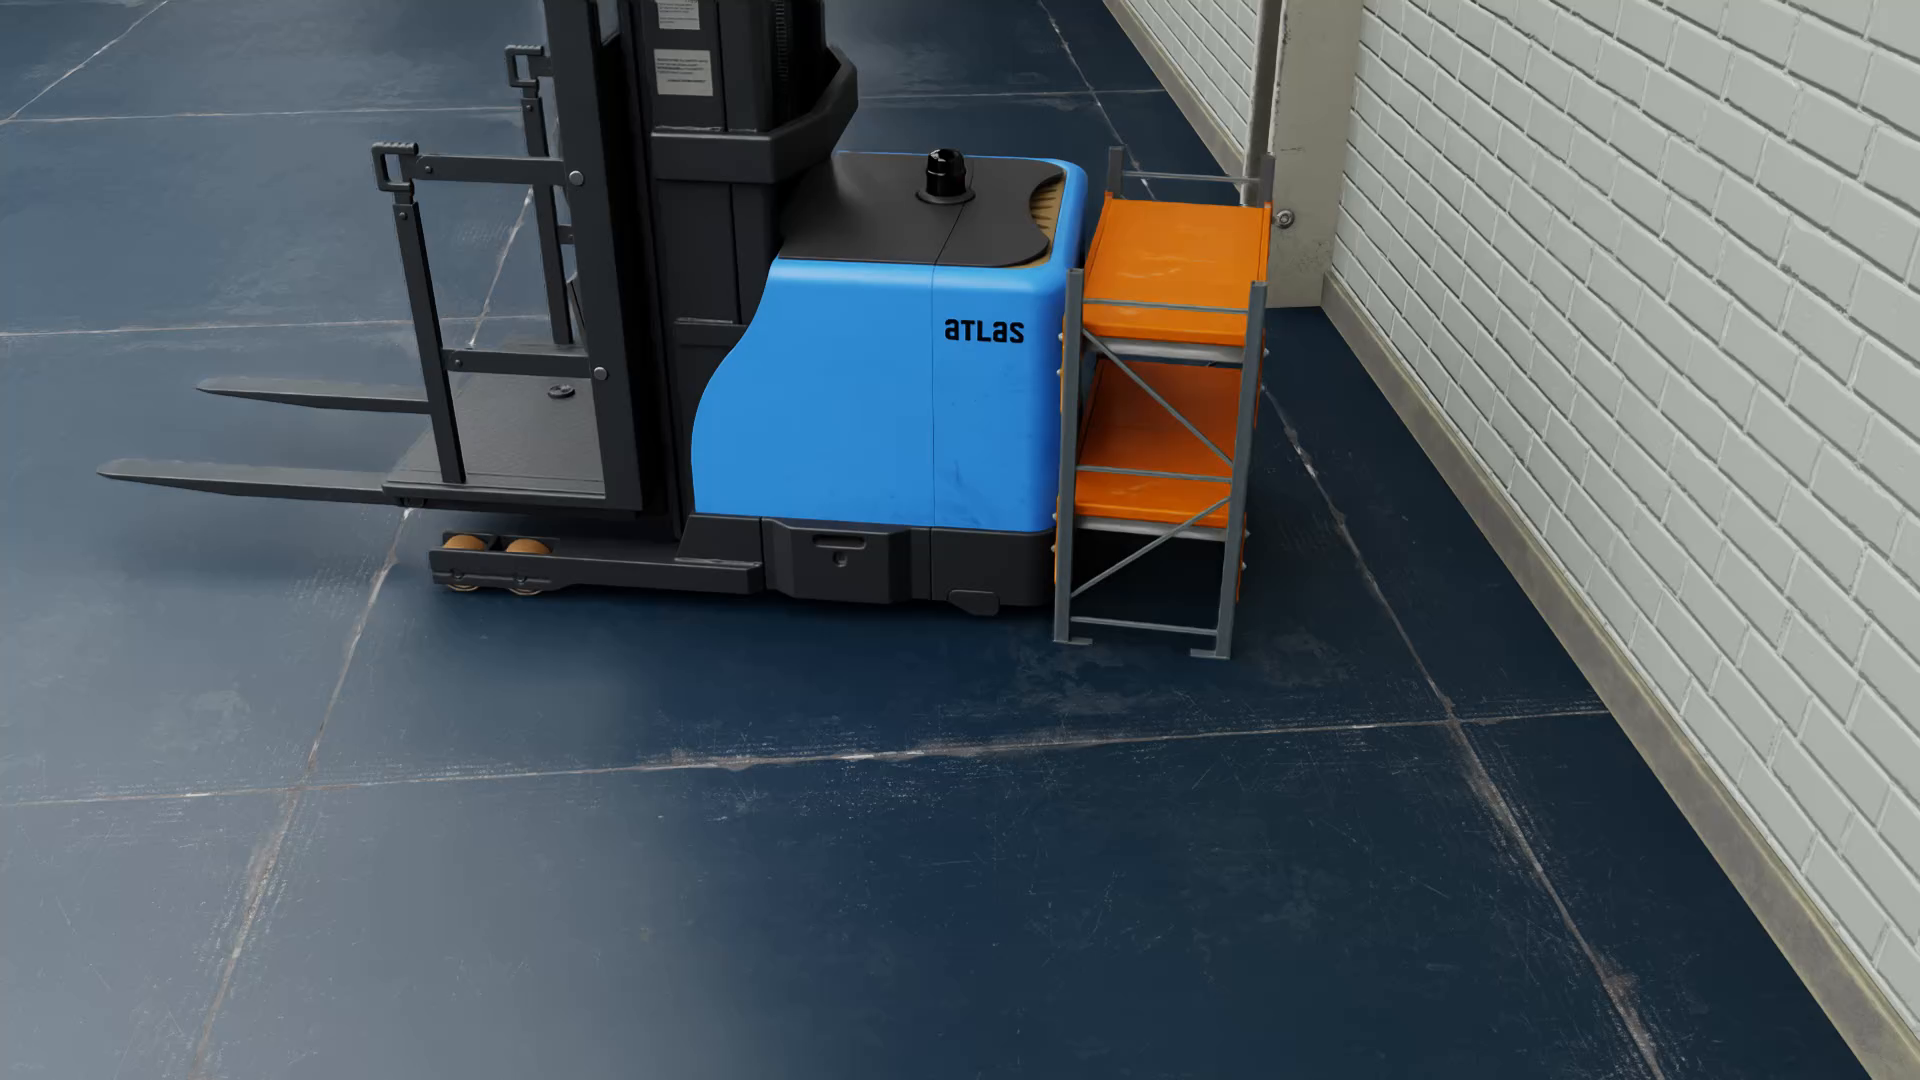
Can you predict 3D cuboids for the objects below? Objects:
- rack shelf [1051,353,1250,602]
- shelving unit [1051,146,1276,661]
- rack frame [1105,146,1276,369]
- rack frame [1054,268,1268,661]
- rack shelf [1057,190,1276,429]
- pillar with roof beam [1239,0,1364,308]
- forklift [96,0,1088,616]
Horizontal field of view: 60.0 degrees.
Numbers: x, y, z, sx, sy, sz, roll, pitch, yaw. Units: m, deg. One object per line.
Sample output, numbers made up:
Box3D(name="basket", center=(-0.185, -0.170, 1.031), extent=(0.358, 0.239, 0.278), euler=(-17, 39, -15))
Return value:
Box3D(name="rack shelf", center=(0.608, -0.221, 4.999), extent=(0.538, 0.278, 1.000), euler=(5, 31, 9))
Box3D(name="shelving unit", center=(0.608, -0.431, 4.874), extent=(0.538, 1.125, 1.048), euler=(5, 31, 9))
Box3D(name="rack frame", center=(0.699, -0.687, 5.303), extent=(0.500, 1.125, 0.032), euler=(5, 31, 9))
Box3D(name="rack frame", center=(0.516, -0.174, 4.445), extent=(0.500, 1.125, 0.032), euler=(5, 31, 9))
Box3D(name="rack shelf", center=(0.608, -0.682, 4.724), extent=(0.538, 0.278, 1.000), euler=(5, 31, 9))
Box3D(name="pillar with roof beam", center=(-2.933, -4.720, 4.377), extent=(9.100, 9.000, 0.400), euler=(-3, 31, -5))
Box3D(name="forklift", center=(-1.149, -1.357, 4.664), extent=(3.031, 2.935, 1.130), euler=(3, 31, 6))
